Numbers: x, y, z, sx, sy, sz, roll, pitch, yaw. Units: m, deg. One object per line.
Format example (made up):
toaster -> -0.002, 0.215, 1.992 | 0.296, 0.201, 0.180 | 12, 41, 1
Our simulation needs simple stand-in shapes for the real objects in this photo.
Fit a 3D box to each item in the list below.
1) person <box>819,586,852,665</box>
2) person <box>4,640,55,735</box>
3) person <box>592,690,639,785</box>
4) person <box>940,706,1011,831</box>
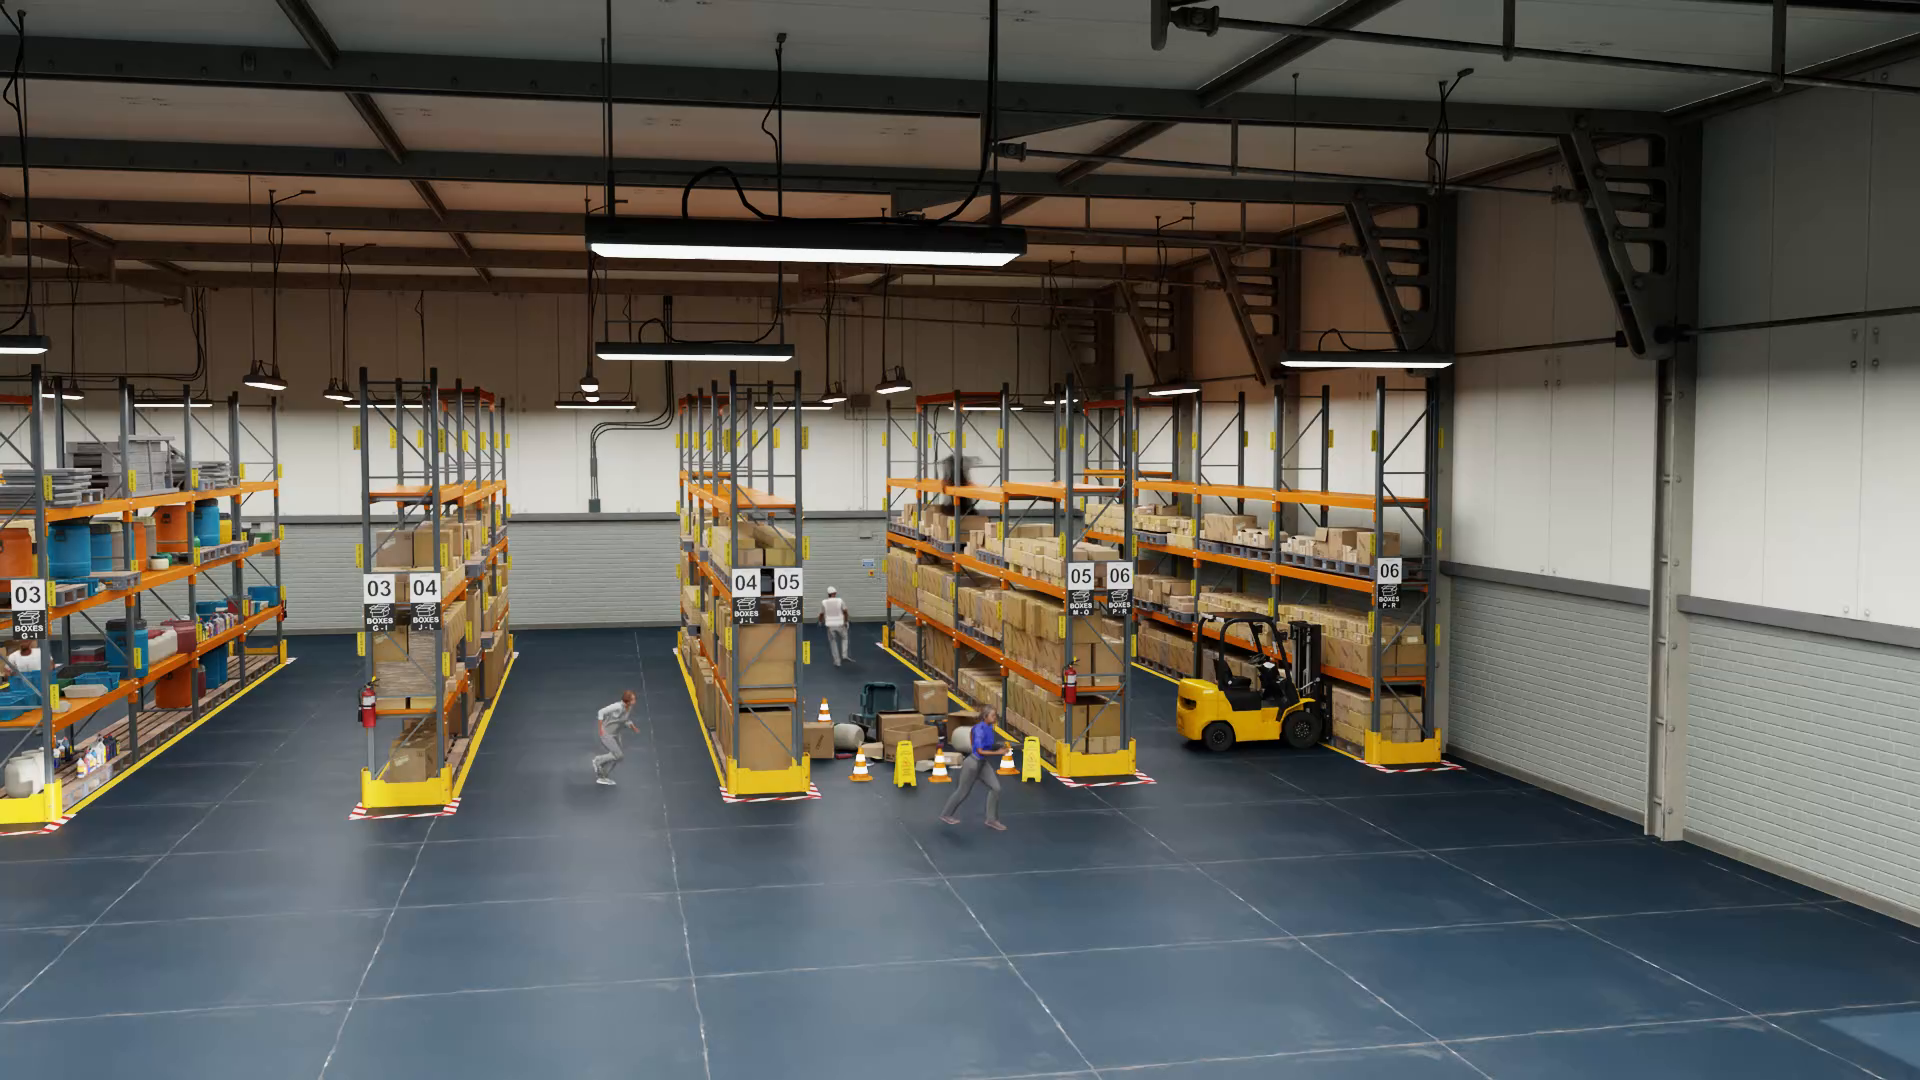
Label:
person -> -2.779, 1.904, 37.170 | 0.725, 1.735, 0.660 | 0, 3, -7
person -> -15.906, 2.460, 28.424 | 0.755, 1.723, 0.571 | -1, 4, -18
person -> -5.020, 2.868, 24.084 | 0.758, 1.420, 0.562 | 1, 4, 23
person -> 0.210, 2.917, 21.336 | 0.969, 1.622, 0.572 | 2, 4, 25
